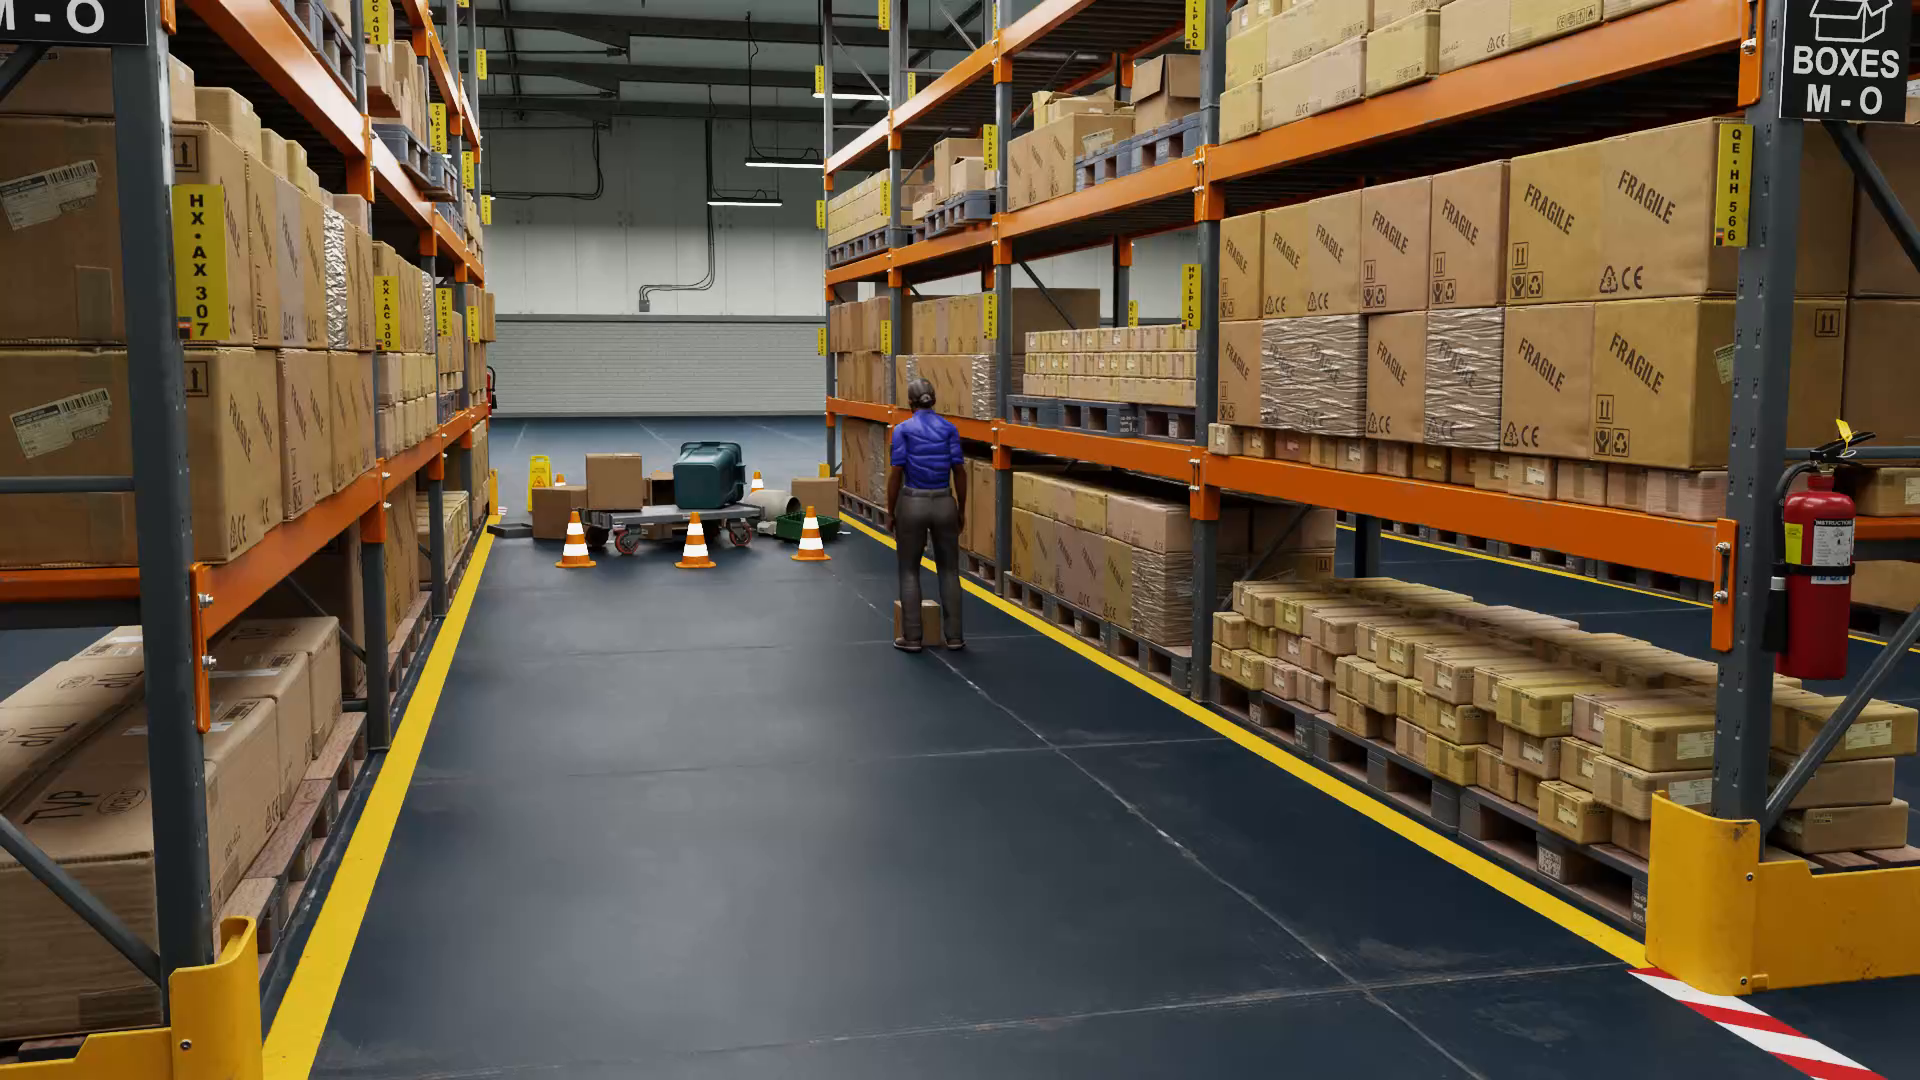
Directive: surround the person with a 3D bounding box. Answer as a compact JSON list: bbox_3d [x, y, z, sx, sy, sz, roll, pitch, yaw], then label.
[{"bbox_3d":[-0.197,-0.154,10.112,0.504,1.655,0.349,-1,6,-13],"label":"person"}]
